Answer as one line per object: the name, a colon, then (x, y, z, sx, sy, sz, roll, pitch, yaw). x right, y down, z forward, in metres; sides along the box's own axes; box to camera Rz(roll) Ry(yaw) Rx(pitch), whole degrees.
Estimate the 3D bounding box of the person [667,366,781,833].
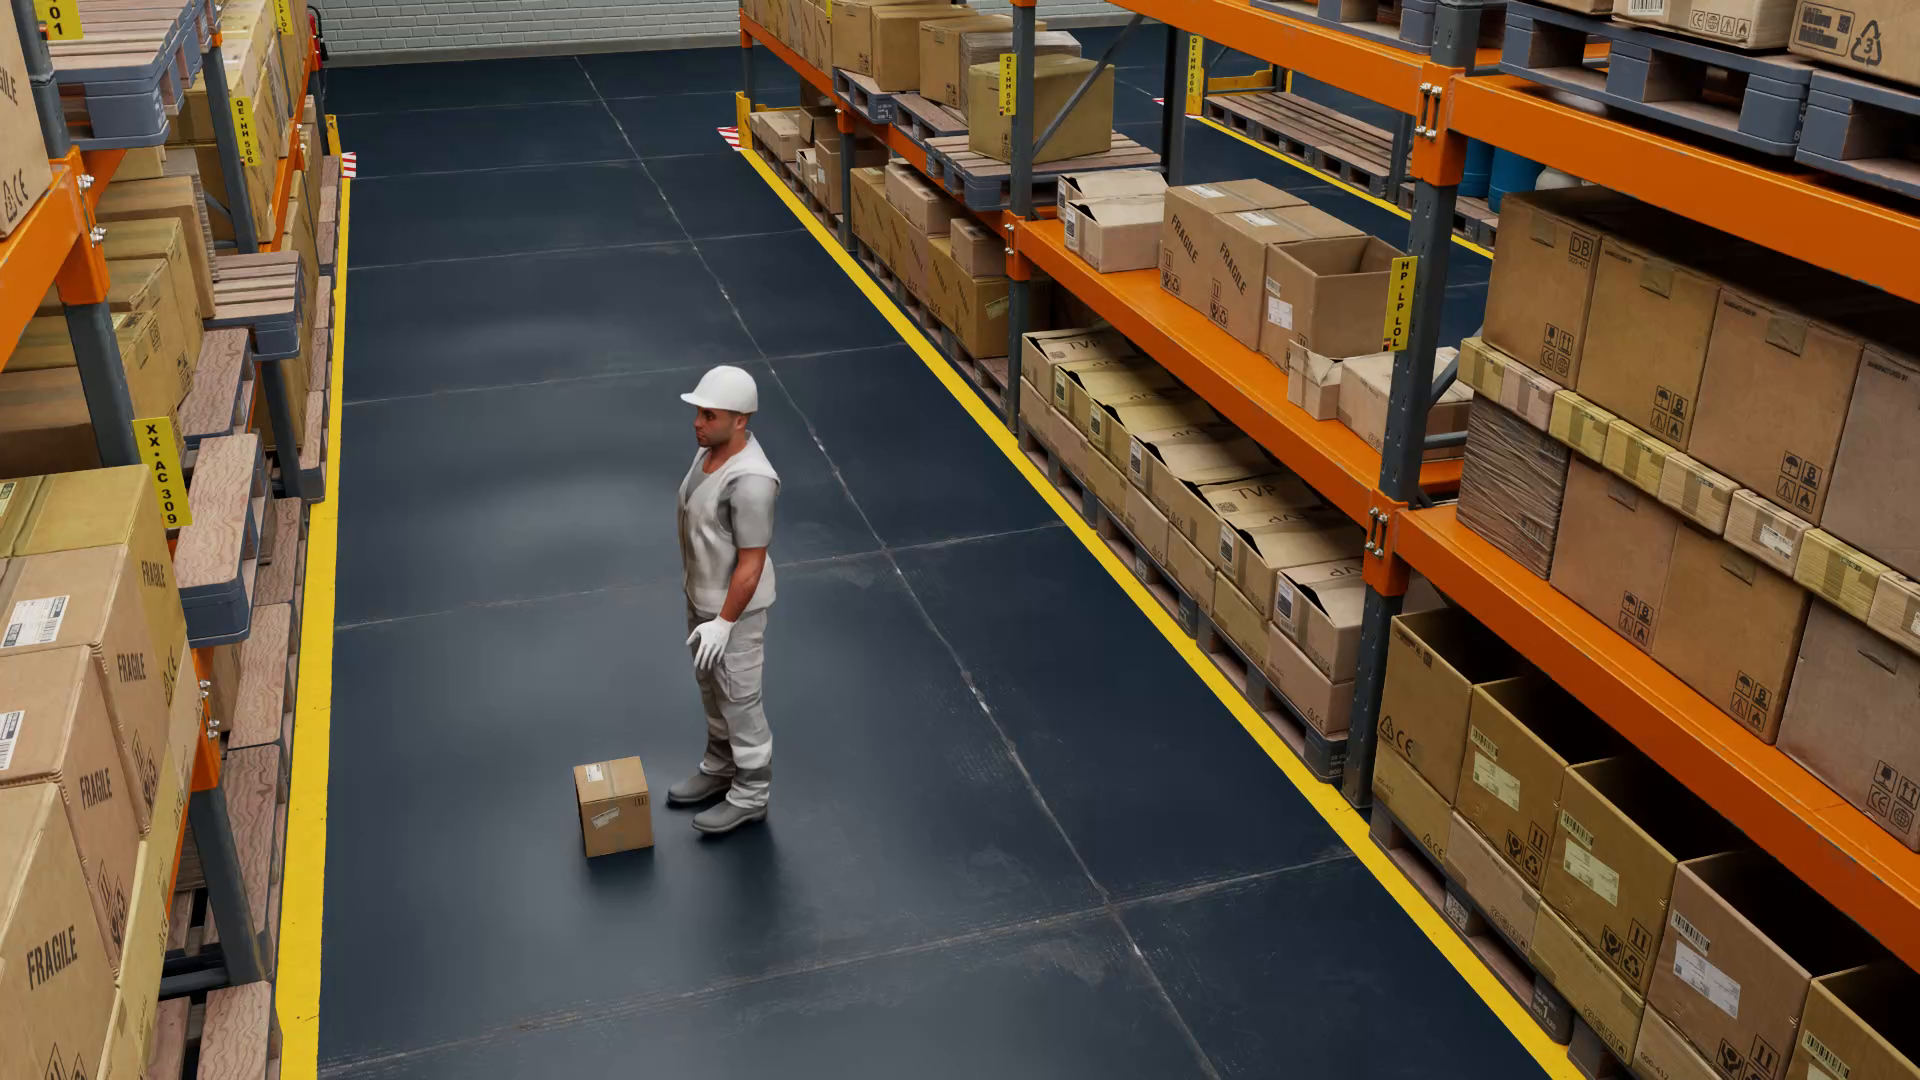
person: (-0.886, 0.230, 6.055, 0.428, 1.805, 0.571, -11, 28, -21)
